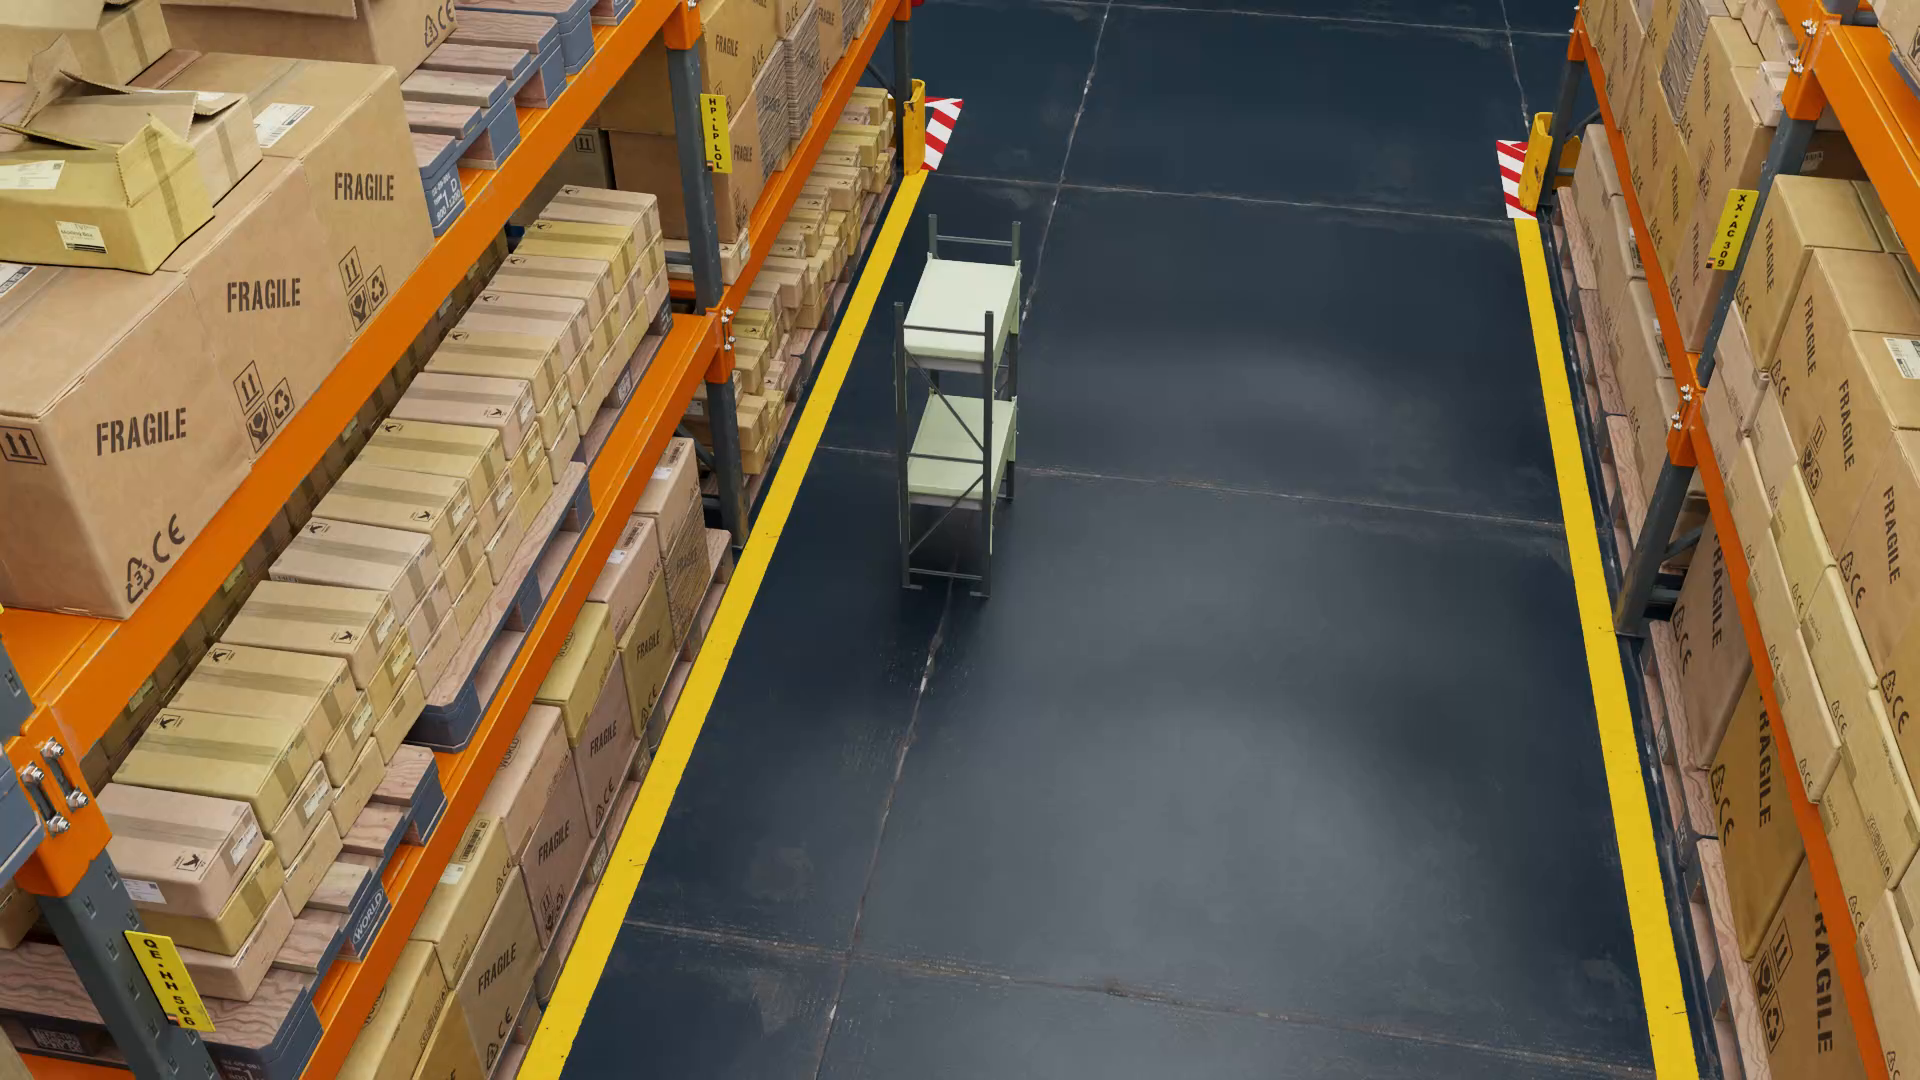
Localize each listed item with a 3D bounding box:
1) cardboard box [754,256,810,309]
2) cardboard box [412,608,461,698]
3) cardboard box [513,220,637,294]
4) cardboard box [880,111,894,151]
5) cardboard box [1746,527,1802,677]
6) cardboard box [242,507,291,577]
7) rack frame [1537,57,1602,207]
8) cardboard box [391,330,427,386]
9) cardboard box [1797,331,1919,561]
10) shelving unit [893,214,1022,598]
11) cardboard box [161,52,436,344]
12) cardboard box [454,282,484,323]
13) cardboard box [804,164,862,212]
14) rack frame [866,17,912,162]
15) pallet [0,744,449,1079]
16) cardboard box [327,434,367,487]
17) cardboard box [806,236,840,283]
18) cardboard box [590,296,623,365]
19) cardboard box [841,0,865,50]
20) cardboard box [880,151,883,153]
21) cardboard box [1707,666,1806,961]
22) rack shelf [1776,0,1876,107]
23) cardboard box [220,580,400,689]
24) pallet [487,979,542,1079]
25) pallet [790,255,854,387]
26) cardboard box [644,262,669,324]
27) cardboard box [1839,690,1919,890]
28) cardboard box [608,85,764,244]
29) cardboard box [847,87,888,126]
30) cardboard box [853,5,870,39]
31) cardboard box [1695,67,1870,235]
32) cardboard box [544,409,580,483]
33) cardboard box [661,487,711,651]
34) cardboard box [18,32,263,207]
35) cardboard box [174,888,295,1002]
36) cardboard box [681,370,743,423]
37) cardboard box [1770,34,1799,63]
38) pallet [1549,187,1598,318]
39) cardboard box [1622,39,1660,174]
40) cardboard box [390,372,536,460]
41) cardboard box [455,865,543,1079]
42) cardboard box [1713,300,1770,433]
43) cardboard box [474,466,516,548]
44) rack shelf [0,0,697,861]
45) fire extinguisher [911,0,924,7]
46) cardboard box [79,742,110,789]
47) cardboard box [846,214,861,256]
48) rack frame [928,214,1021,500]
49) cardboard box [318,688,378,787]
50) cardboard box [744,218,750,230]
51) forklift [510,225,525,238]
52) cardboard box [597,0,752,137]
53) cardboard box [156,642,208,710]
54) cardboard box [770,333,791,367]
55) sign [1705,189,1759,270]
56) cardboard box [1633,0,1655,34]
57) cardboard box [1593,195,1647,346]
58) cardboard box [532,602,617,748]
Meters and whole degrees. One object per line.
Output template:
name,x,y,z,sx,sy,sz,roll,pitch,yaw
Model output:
cardboard box,-0.988,-1.333,8.546,0.380,0.149,0.250,7,40,9
cardboard box,-1.734,0.312,4.983,0.380,0.149,0.250,8,40,9
cardboard box,-1.423,-1.052,6.166,0.380,0.149,0.250,5,40,6
cardboard box,-0.618,-2.525,10.221,0.380,0.149,0.250,5,40,6
cardboard box,2.864,0.232,5.330,0.500,0.250,0.500,6,40,7
cardboard box,-2.334,-0.039,5.174,0.380,0.149,0.250,7,40,9
rack frame,4.085,-3.228,9.397,1.000,3.000,0.127,6,40,8
cardboard box,-2.153,-0.695,5.967,0.380,0.149,0.250,5,40,6
cardboard box,2.884,-0.260,4.944,0.500,0.500,0.500,5,40,7
shelving unit,-0.001,-0.574,7.364,0.431,1.500,0.755,6,40,8
cardboard box,-1.670,-0.842,4.079,0.500,0.500,0.500,6,40,8
cardboard box,-2.063,-0.894,6.441,0.380,0.149,0.250,7,40,8
cardboard box,-0.768,-1.984,9.334,0.380,0.149,0.250,8,40,9
rack frame,-0.808,-3.710,9.980,1.000,3.000,0.127,6,40,8
pallet,-2.174,0.925,4.524,1.213,0.211,1.003,6,40,8
cardboard box,-2.242,-0.248,5.661,0.380,0.149,0.250,6,40,7
cardboard box,-0.866,-1.538,9.027,0.380,0.149,0.250,7,40,8
cardboard box,-1.464,-0.787,6.079,0.380,0.149,0.250,8,40,10
cardboard box,-0.804,-2.911,8.702,0.500,0.500,0.500,7,40,8
cardboard box,-0.693,-2.420,10.327,0.380,0.149,0.250,7,40,8
cardboard box,3.216,0.905,5.736,0.875,0.875,0.875,7,40,9
rack shelf,3.739,-2.851,7.152,1.077,0.370,4.000,6,40,8
cardboard box,-1.784,0.259,4.580,0.380,0.149,0.250,5,40,6
pallet,-2.055,1.895,5.389,1.003,0.211,1.213,6,40,8
pallet,-1.210,-1.318,9.276,1.003,0.211,1.213,6,40,8
cardboard box,-1.374,-0.994,6.562,0.380,0.149,0.250,6,40,7
cardboard box,2.688,0.680,4.395,0.500,0.250,0.500,5,40,7
cardboard box,-1.166,-1.636,7.160,0.500,0.500,0.500,6,40,7
cardboard box,-0.650,-2.642,10.130,0.380,0.149,0.250,7,40,8
cardboard box,-0.715,-2.904,9.202,0.380,0.149,0.250,7,40,9
cardboard box,3.203,-1.468,6.405,0.500,0.500,0.500,6,40,7
cardboard box,-1.549,-0.342,5.774,0.380,0.149,0.250,5,40,6
cardboard box,-1.380,0.094,7.011,0.500,0.500,0.500,6,40,7
cardboard box,-1.756,-0.891,3.537,0.396,0.266,0.258,6,40,8
cardboard box,-1.916,0.987,4.167,0.380,0.149,0.250,6,40,7
cardboard box,-1.236,-0.686,7.763,0.380,0.149,0.250,8,40,9
cardboard box,3.285,-1.773,6.265,0.380,0.149,0.250,7,40,9
pallet,4.024,-1.643,9.668,1.003,0.211,1.213,6,40,8
cardboard box,3.483,-2.043,7.885,0.500,0.500,0.500,8,40,9
cardboard box,-1.603,-0.403,5.381,0.380,0.149,0.250,5,40,6
cardboard box,-1.735,1.380,5.455,0.500,0.500,0.500,7,40,8
cardboard box,3.039,-0.607,5.953,0.500,0.250,0.500,5,40,6
cardboard box,-1.646,-0.128,5.282,0.380,0.149,0.250,8,40,9
rack shelf,-1.846,-0.823,4.699,1.077,0.370,4.000,6,40,8
fire extinguisher,-0.310,-3.644,10.253,0.296,0.674,0.183,6,40,8
cardboard box,-2.510,0.603,4.398,0.380,0.149,0.250,8,40,9
cardboard box,-0.781,-1.768,9.539,0.380,0.149,0.250,5,40,6
rack frame,0.062,-0.804,7.642,0.400,1.500,0.023,6,40,8
cardboard box,-1.823,0.511,4.508,0.380,0.149,0.250,5,40,6
cardboard box,-1.157,-1.415,7.401,0.380,0.149,0.250,7,40,9
forklift,-3.090,-2.112,8.101,1.130,2.935,3.031,8,40,10
cardboard box,-1.182,-1.995,6.809,0.500,0.500,0.500,7,40,9
cardboard box,-2.424,0.412,4.862,0.380,0.149,0.250,6,40,7
cardboard box,-1.088,-0.950,8.549,0.380,0.149,0.250,6,40,7
sign,2.846,-1.142,6.132,0.100,0.325,0.005,6,40,8
cardboard box,3.558,-2.733,7.935,0.500,0.500,0.500,6,40,7
cardboard box,3.919,-1.402,8.869,0.875,0.438,0.875,7,40,9
cardboard box,-1.559,0.462,5.977,0.500,0.250,0.500,5,40,6
